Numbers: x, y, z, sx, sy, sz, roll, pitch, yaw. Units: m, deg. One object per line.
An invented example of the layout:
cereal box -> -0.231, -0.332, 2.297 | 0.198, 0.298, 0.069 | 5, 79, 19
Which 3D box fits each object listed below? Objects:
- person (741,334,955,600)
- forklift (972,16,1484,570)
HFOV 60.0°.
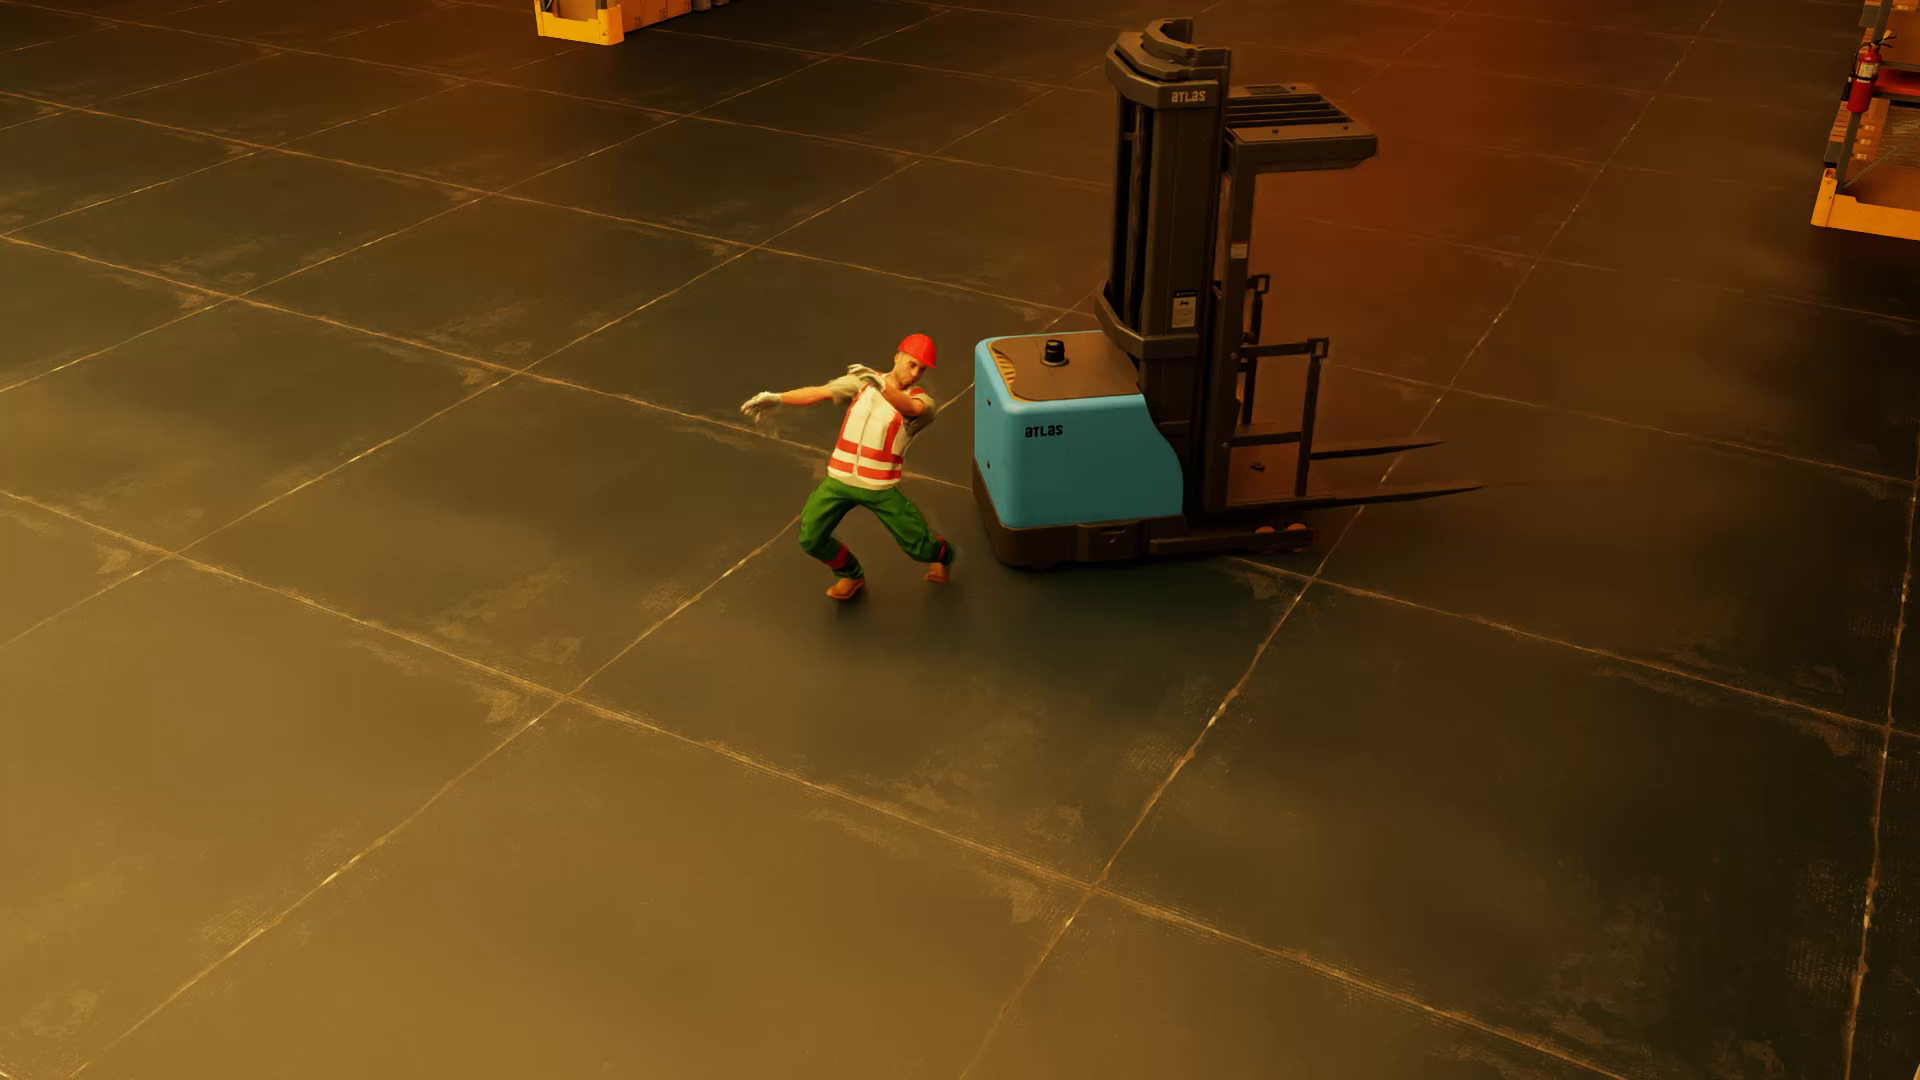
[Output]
person -> -0.618, -0.386, 9.062 | 1.099, 1.545, 0.722 | 9, 31, 14
forklift -> 1.643, -1.439, 9.563 | 3.031, 2.935, 1.130 | -5, 30, -9
